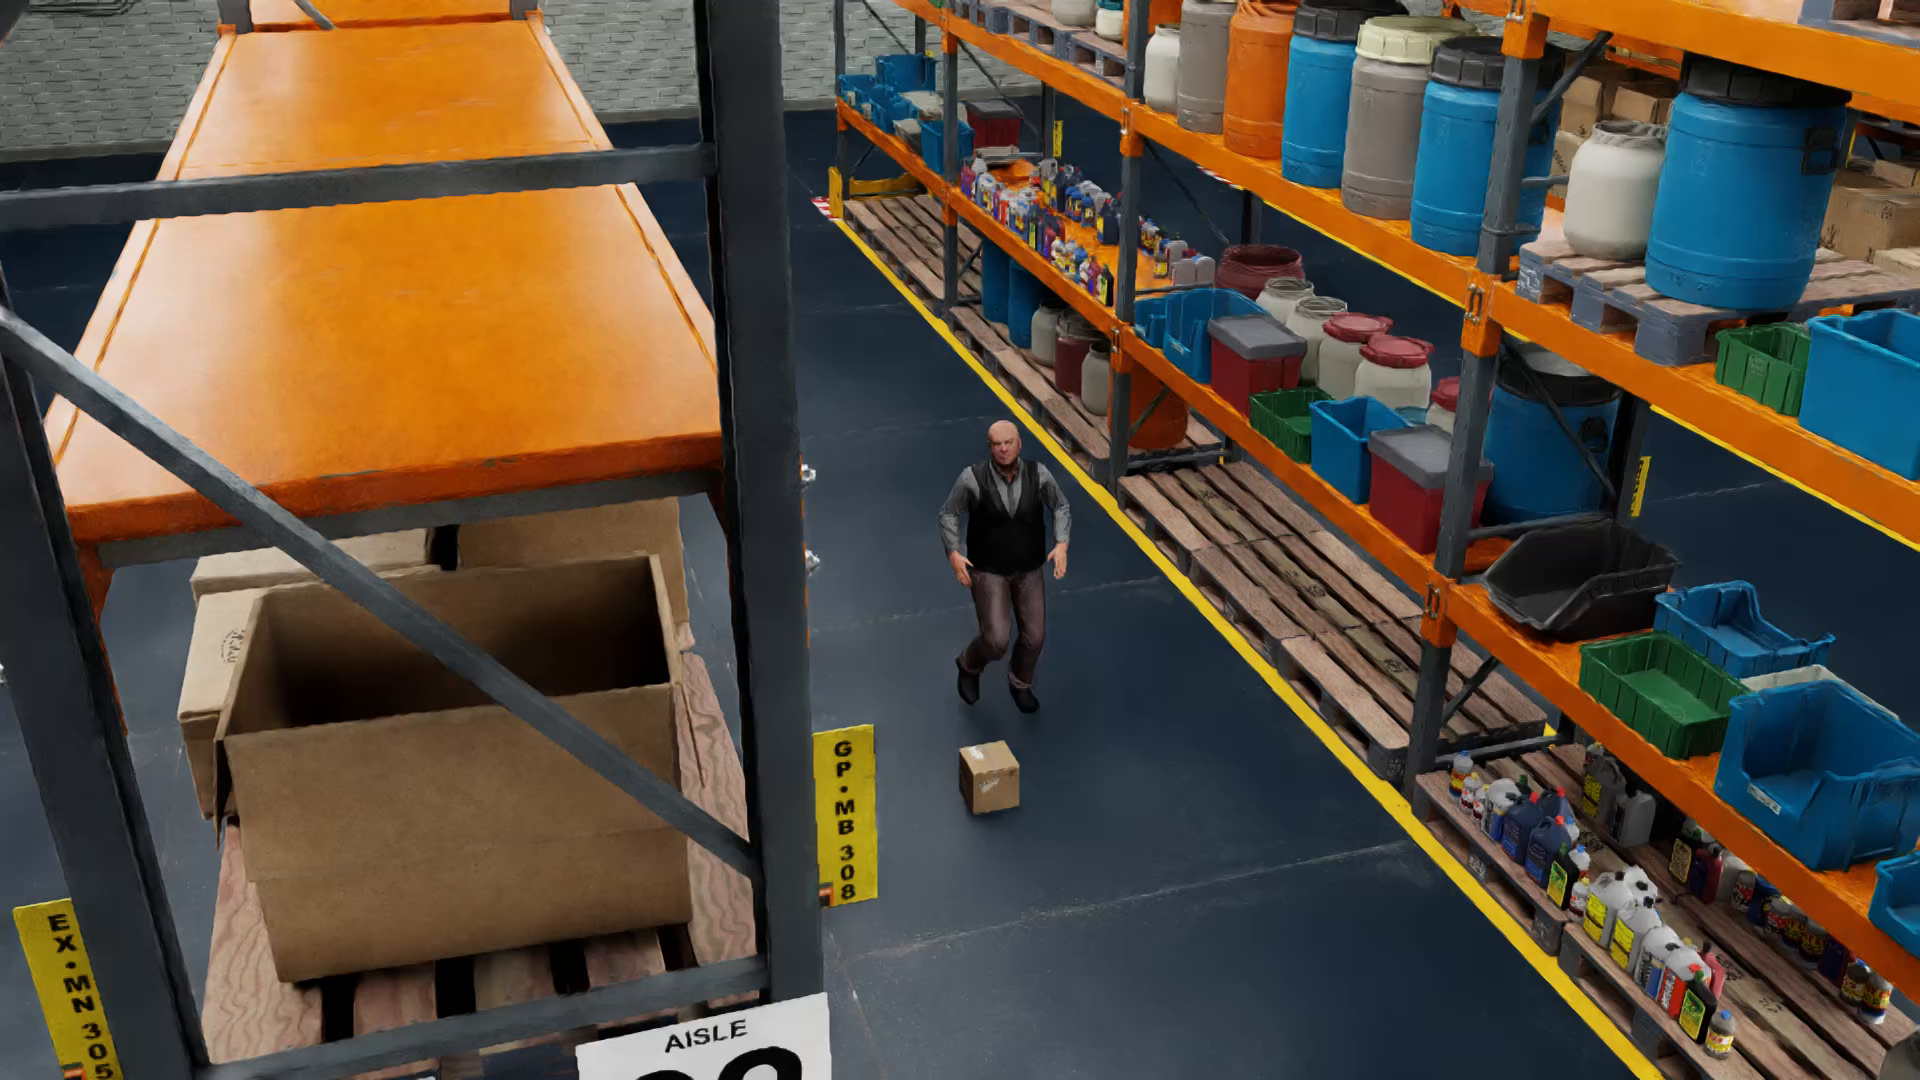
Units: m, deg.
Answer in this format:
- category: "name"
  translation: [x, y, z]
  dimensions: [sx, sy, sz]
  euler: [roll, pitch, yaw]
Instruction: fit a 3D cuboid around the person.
- category: "person"
  translation: [0.284, 0.171, 9.083]
  dimensions: [0.716, 1.695, 0.502]
  euler: [-8, 27, -16]
